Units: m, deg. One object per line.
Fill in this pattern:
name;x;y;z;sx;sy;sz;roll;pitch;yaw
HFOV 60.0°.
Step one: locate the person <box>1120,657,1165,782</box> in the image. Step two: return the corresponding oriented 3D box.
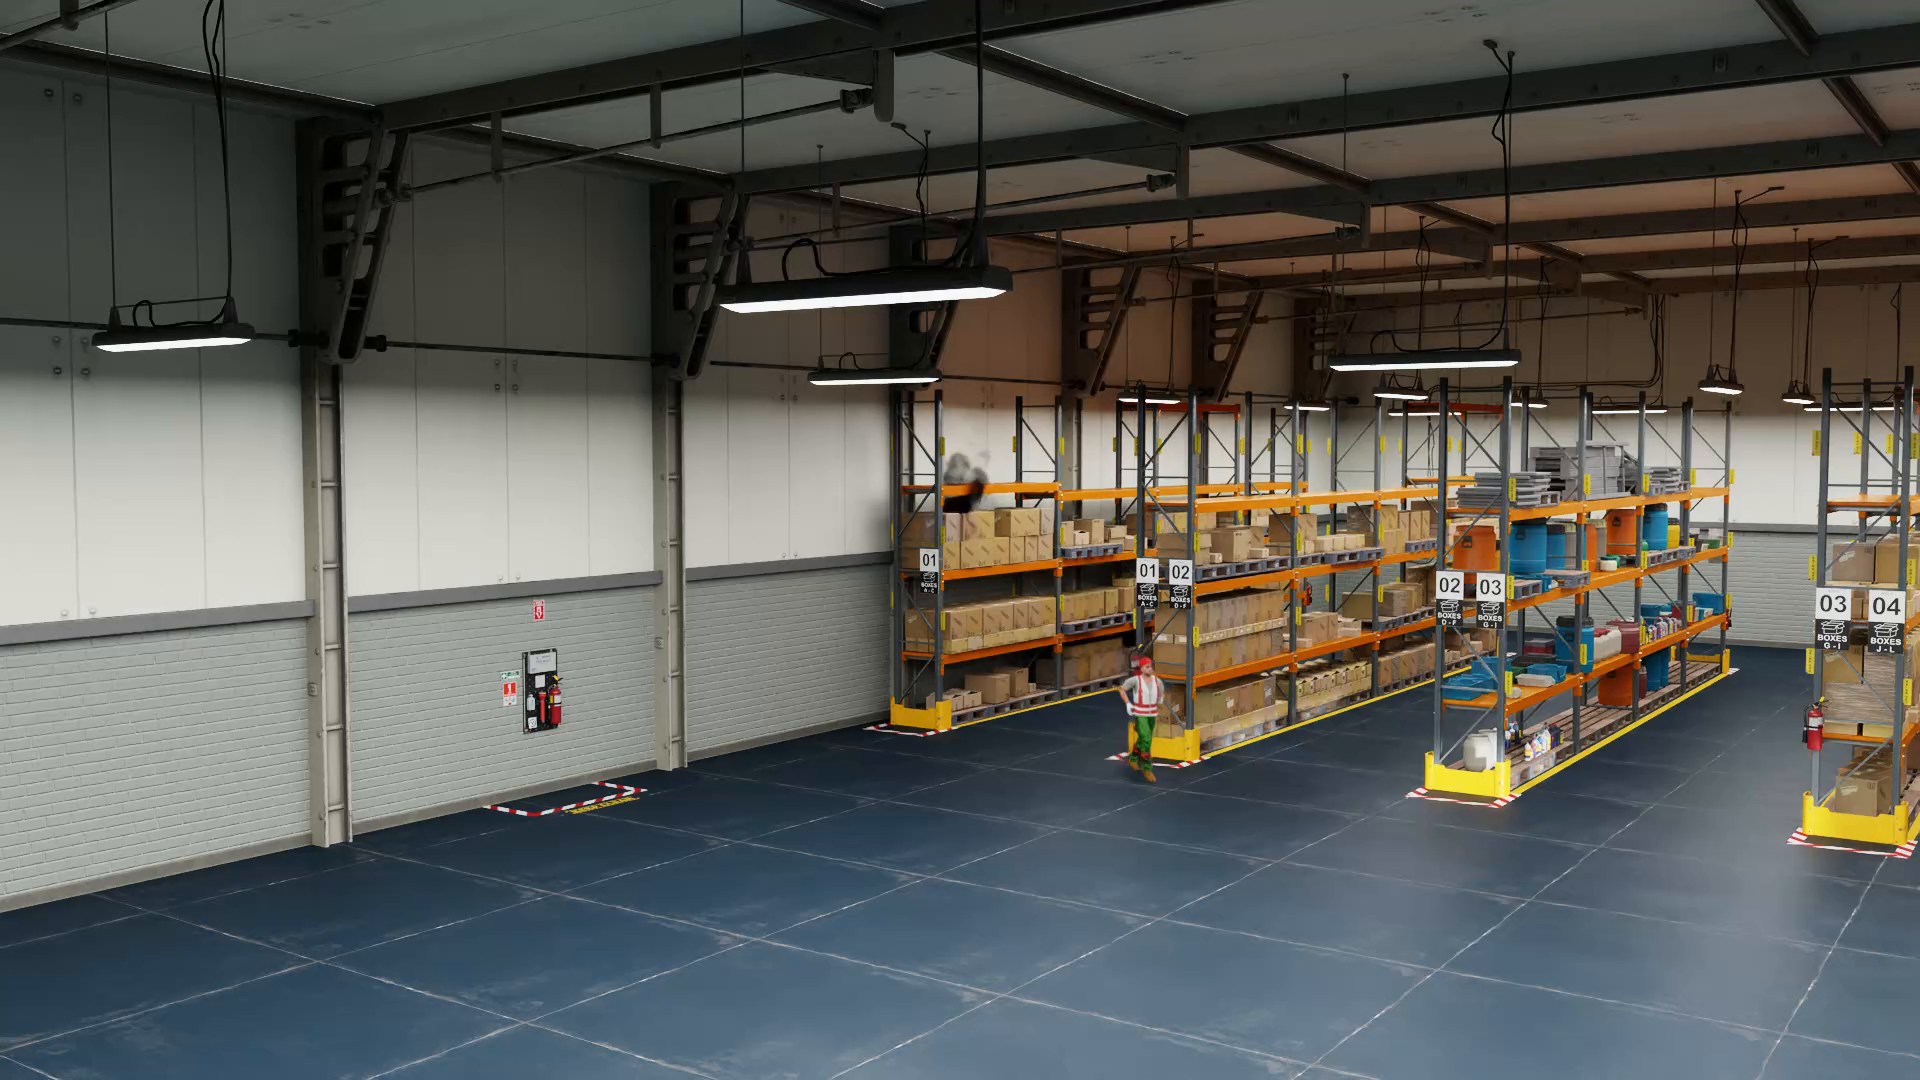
person;2.780;2.661;25.002;0.648;1.815;0.857;-2;4;-27
